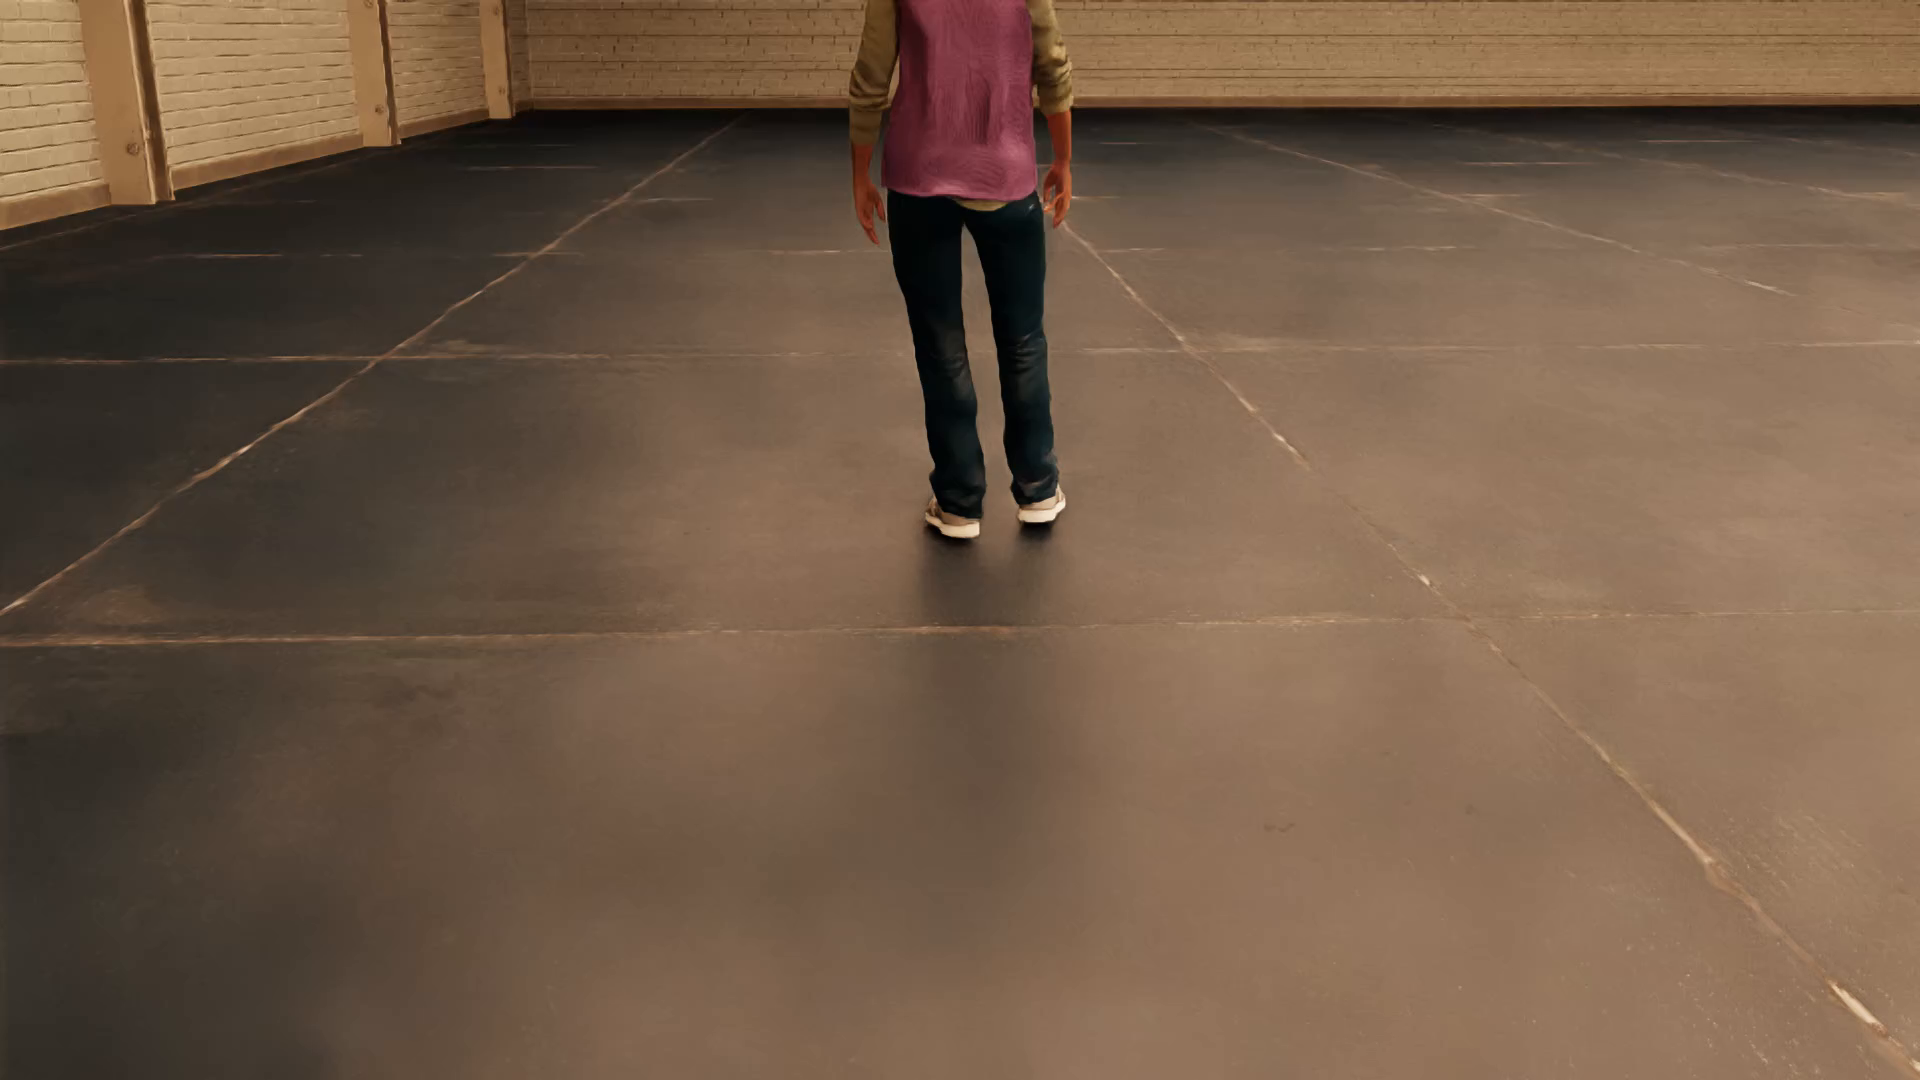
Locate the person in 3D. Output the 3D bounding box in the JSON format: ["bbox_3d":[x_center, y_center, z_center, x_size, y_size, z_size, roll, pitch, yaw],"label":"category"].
[{"bbox_3d":[0.010,-0.792,3.754,0.520,1.597,0.474,-1,17,-3],"label":"person"}]
